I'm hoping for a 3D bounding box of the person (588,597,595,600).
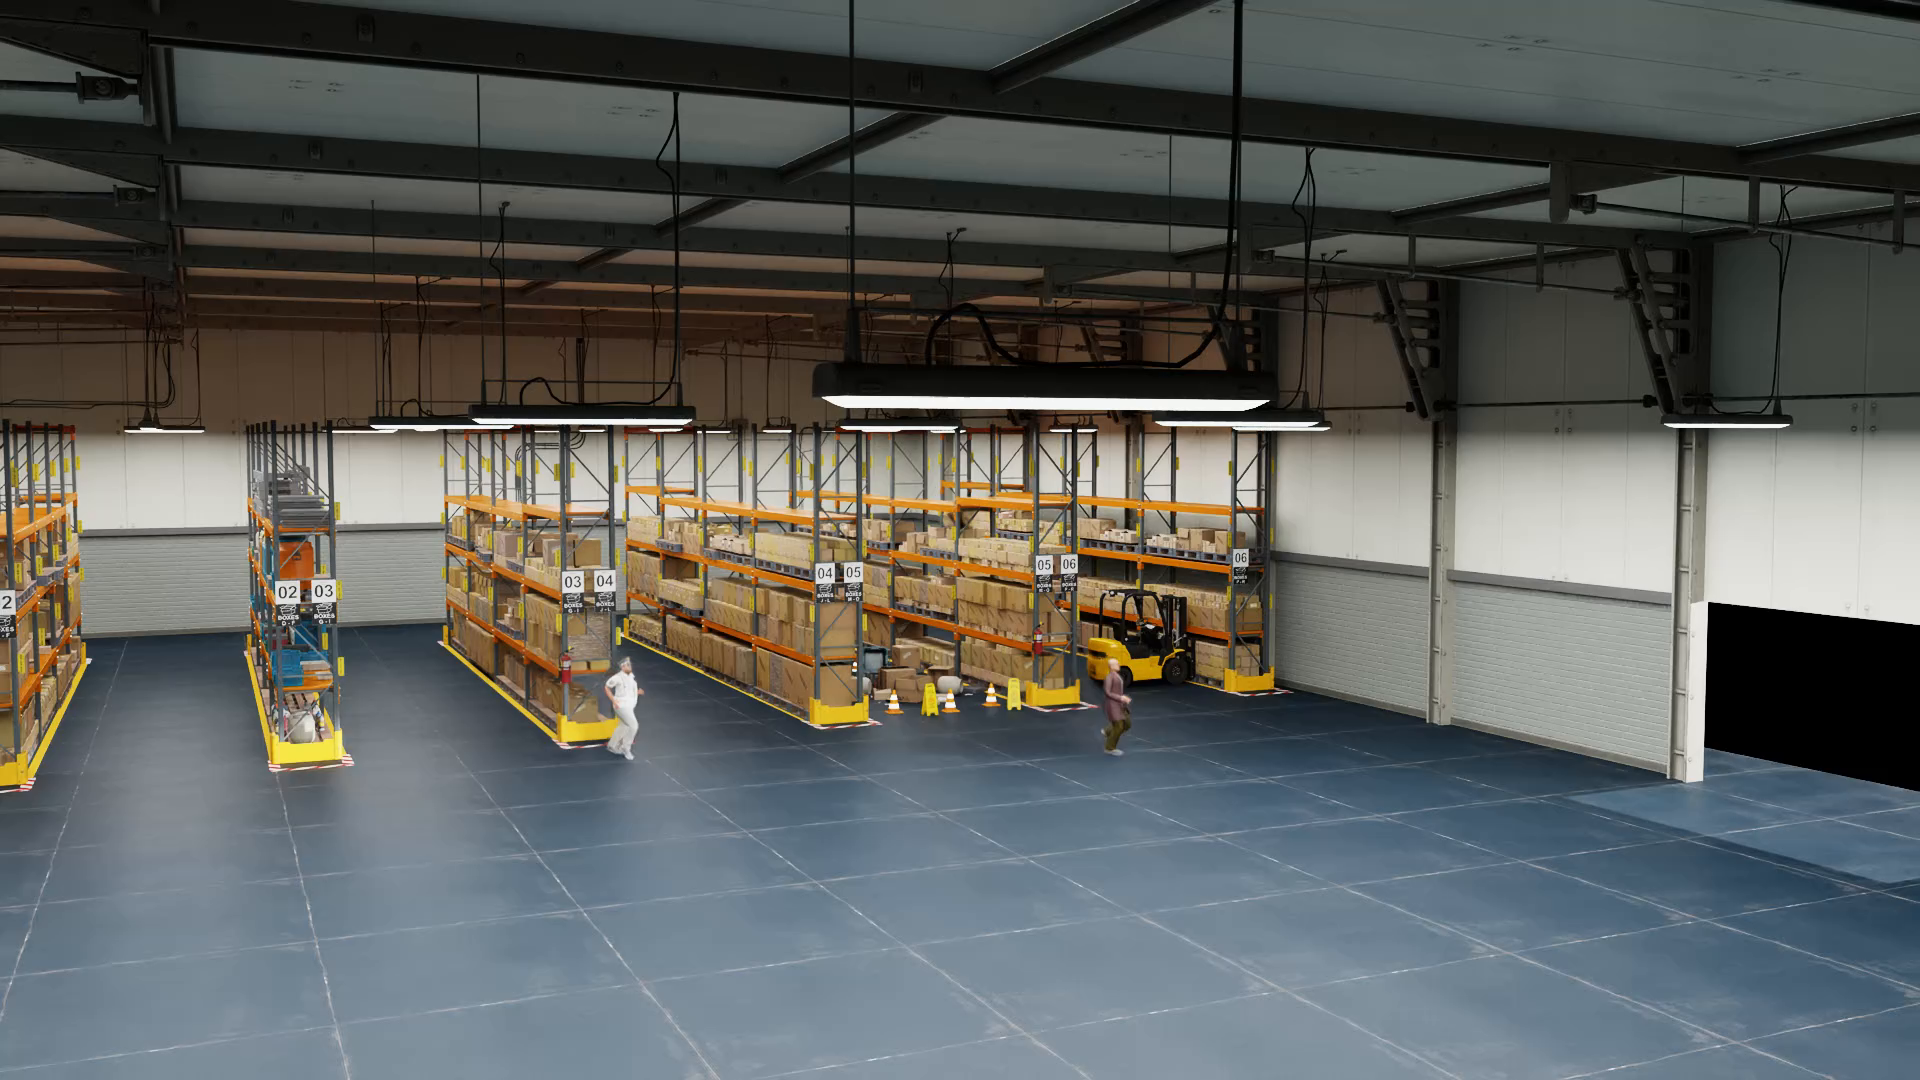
[{"bbox_3d":[-10.016,1.977,45.579,0.658,1.830,0.889,-2,4,-26],"label":"person"}]

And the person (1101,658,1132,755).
[{"bbox_3d":[2.800,2.992,29.871,0.633,1.736,0.707,2,4,24],"label":"person"}]

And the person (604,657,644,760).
[{"bbox_3d":[-5.978,2.995,29.644,0.754,1.845,0.634,1,4,15],"label":"person"}]
